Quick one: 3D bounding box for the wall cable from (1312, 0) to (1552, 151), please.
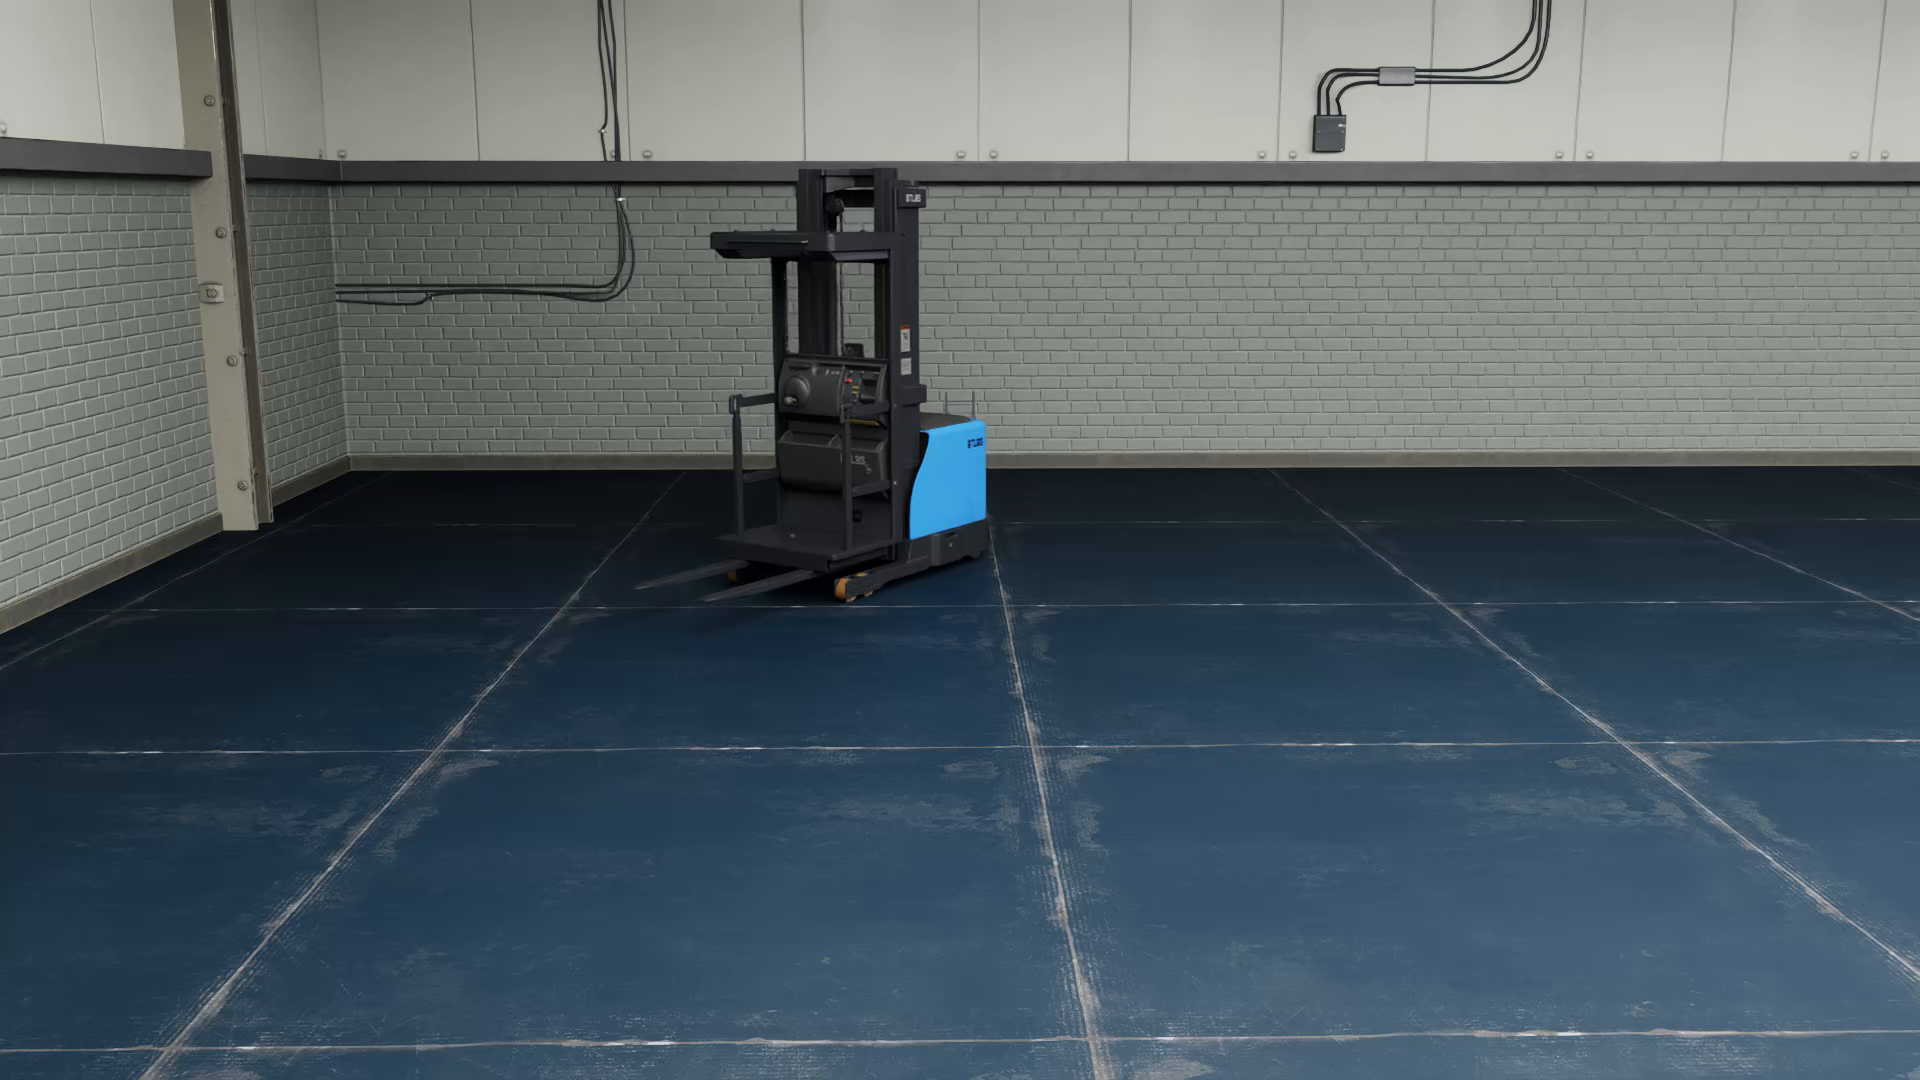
[{"bbox_3d":[4.682,-6.825,16.015,2.305,6.003,0.169,0,11,-1],"label":"wall cable"}]

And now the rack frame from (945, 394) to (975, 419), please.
[{"bbox_3d":[0.002,-0.573,13.364,0.240,1.200,0.006,0,11,-1],"label":"rack frame"}]

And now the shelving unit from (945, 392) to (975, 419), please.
[{"bbox_3d":[0.000,-0.591,13.454,0.258,1.200,0.189,0,11,-1],"label":"shelving unit"}]

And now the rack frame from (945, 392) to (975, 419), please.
[{"bbox_3d":[-0.002,-0.609,13.544,0.240,1.200,0.006,0,11,-1],"label":"rack frame"}]

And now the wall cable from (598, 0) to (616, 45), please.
[{"bbox_3d":[-2.105,-6.087,16.038,3.097,2.526,0.112,0,11,-1],"label":"wall cable"}]

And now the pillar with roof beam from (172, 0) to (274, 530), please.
[{"bbox_3d":[-1.767,-4.549,13.351,9.100,9.000,0.400,0,11,-1],"label":"pillar with roof beam"}]

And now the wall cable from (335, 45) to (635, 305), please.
[{"bbox_3d":[-4.810,-3.601,16.486,3.097,2.526,0.112,0,11,-1],"label":"wall cable"}]

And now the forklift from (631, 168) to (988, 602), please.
[{"bbox_3d":[-1.030,-1.118,11.696,1.130,2.935,3.031,8,14,34],"label":"forklift"}]
